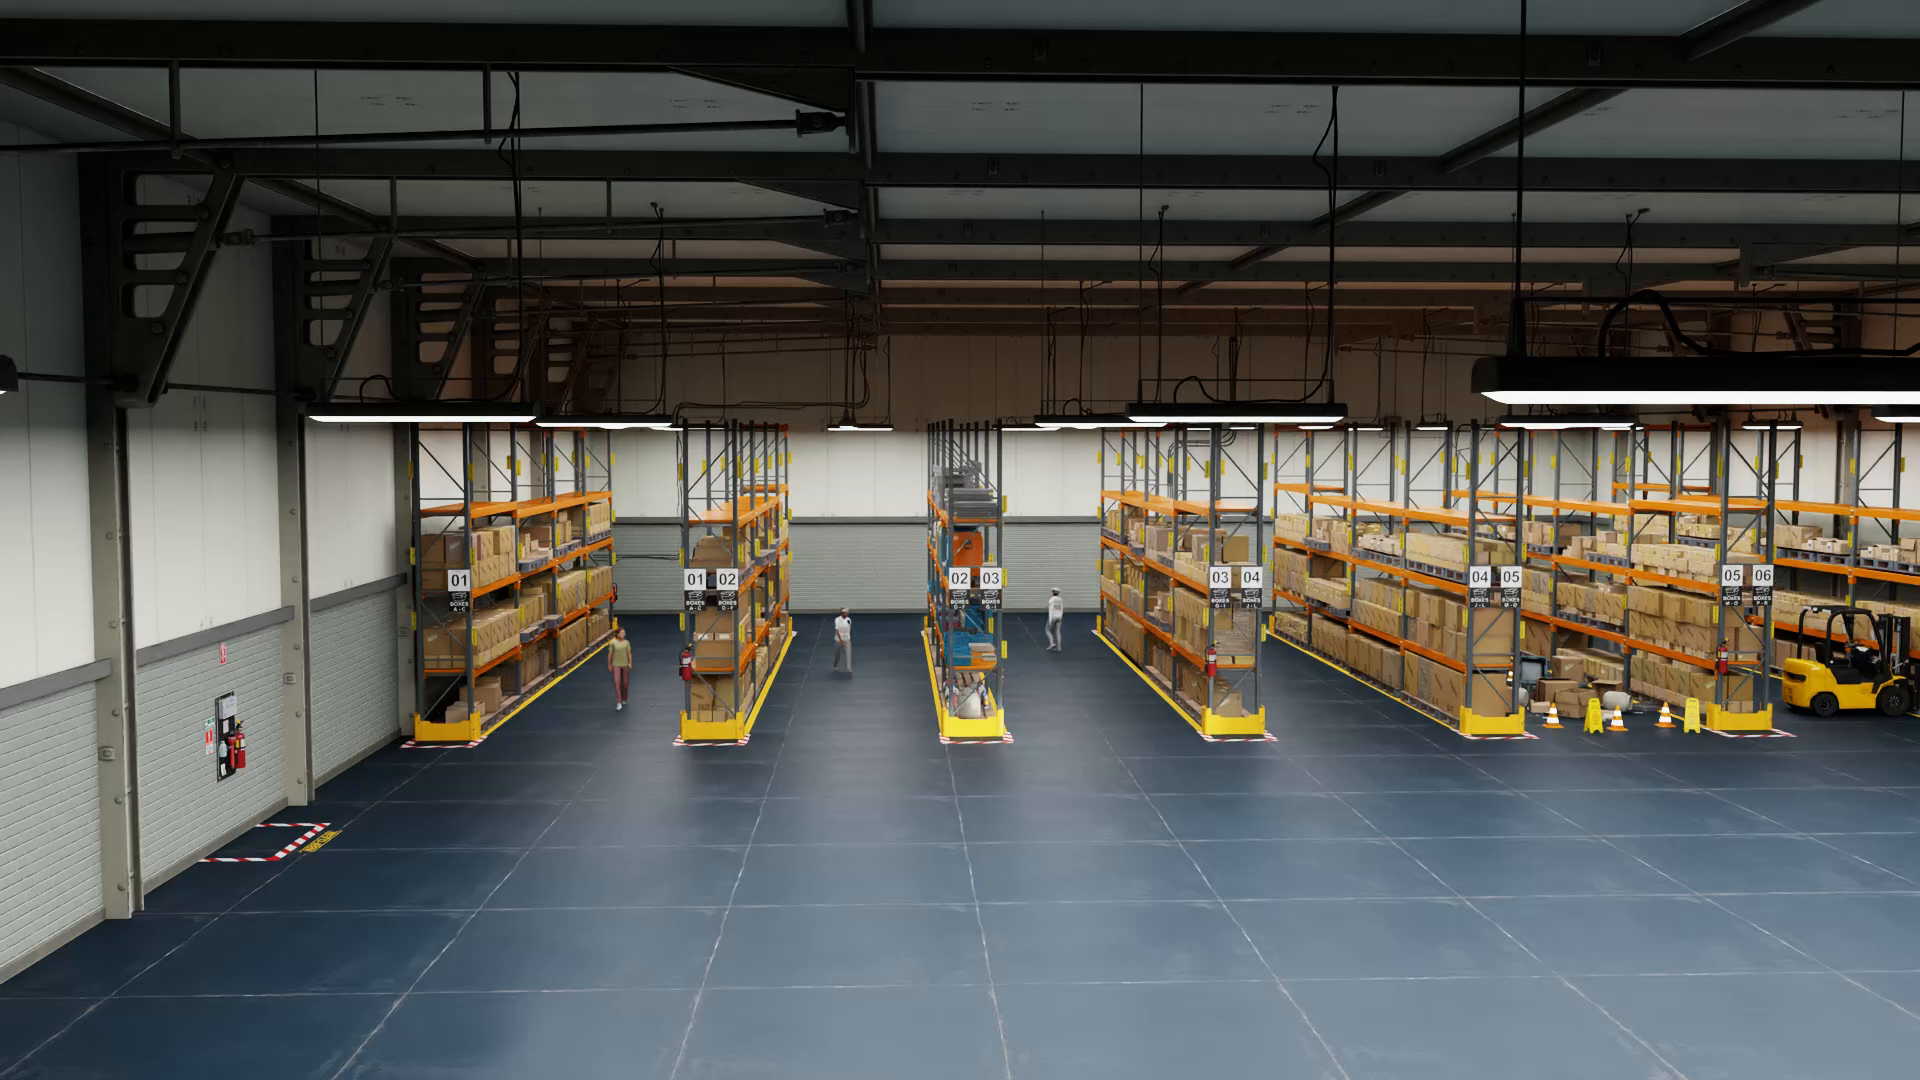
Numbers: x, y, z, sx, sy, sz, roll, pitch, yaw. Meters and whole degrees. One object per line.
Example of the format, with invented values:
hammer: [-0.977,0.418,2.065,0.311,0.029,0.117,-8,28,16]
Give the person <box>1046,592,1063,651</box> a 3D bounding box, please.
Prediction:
person: [2.528,2.098,43.730,0.507,1.622,0.447,-2,4,-30]

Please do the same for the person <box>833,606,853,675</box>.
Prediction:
person: [-2.764,2.376,39.569,0.425,1.595,1.087,-1,4,-20]

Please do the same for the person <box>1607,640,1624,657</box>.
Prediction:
person: [16.848,2.153,42.557,0.539,1.821,0.599,-1,4,-10]

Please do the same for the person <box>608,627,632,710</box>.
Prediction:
person: [-7.079,2.674,34.837,0.472,1.661,0.756,-2,4,-26]
